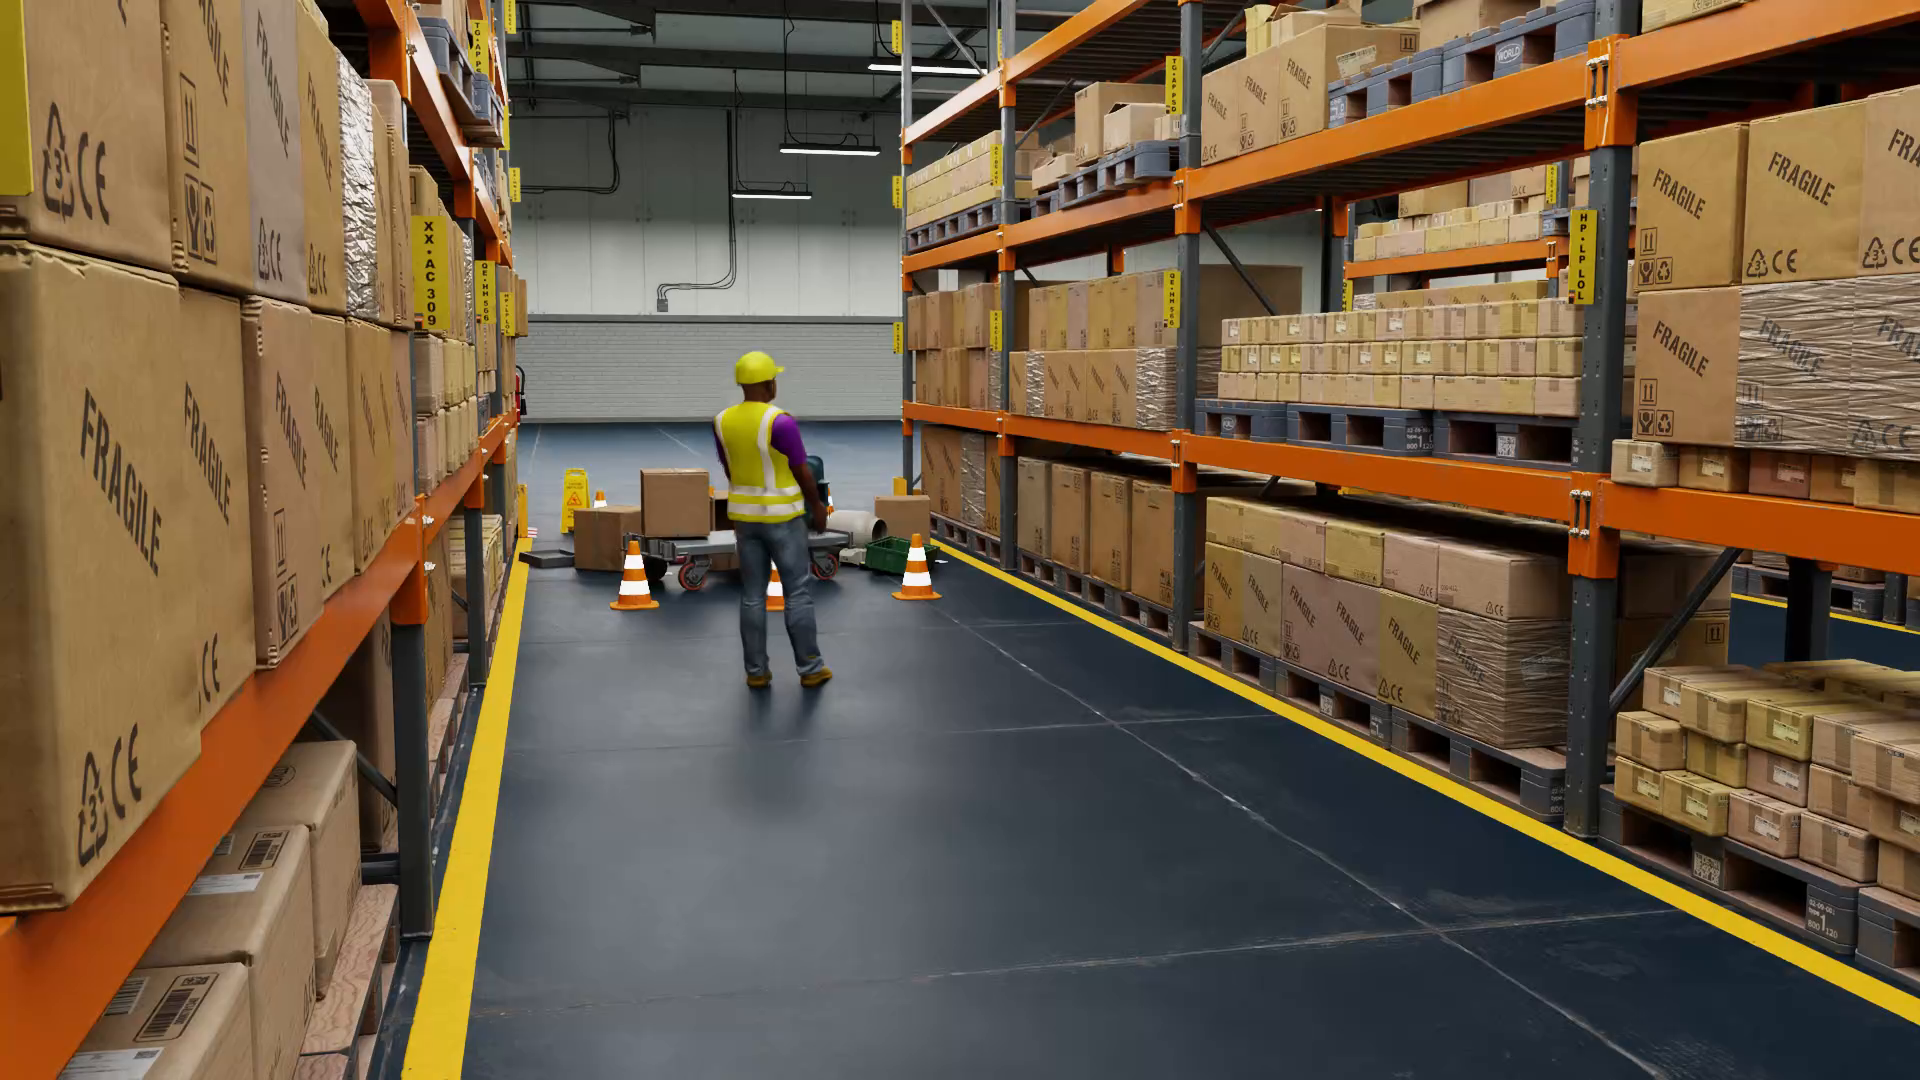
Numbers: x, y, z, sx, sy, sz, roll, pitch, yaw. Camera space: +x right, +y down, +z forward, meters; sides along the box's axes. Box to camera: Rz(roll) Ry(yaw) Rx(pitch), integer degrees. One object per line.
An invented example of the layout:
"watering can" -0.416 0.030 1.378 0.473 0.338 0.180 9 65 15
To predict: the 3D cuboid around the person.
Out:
"person" -0.994 -0.113 8.839 0.553 1.771 0.550 3 7 30
